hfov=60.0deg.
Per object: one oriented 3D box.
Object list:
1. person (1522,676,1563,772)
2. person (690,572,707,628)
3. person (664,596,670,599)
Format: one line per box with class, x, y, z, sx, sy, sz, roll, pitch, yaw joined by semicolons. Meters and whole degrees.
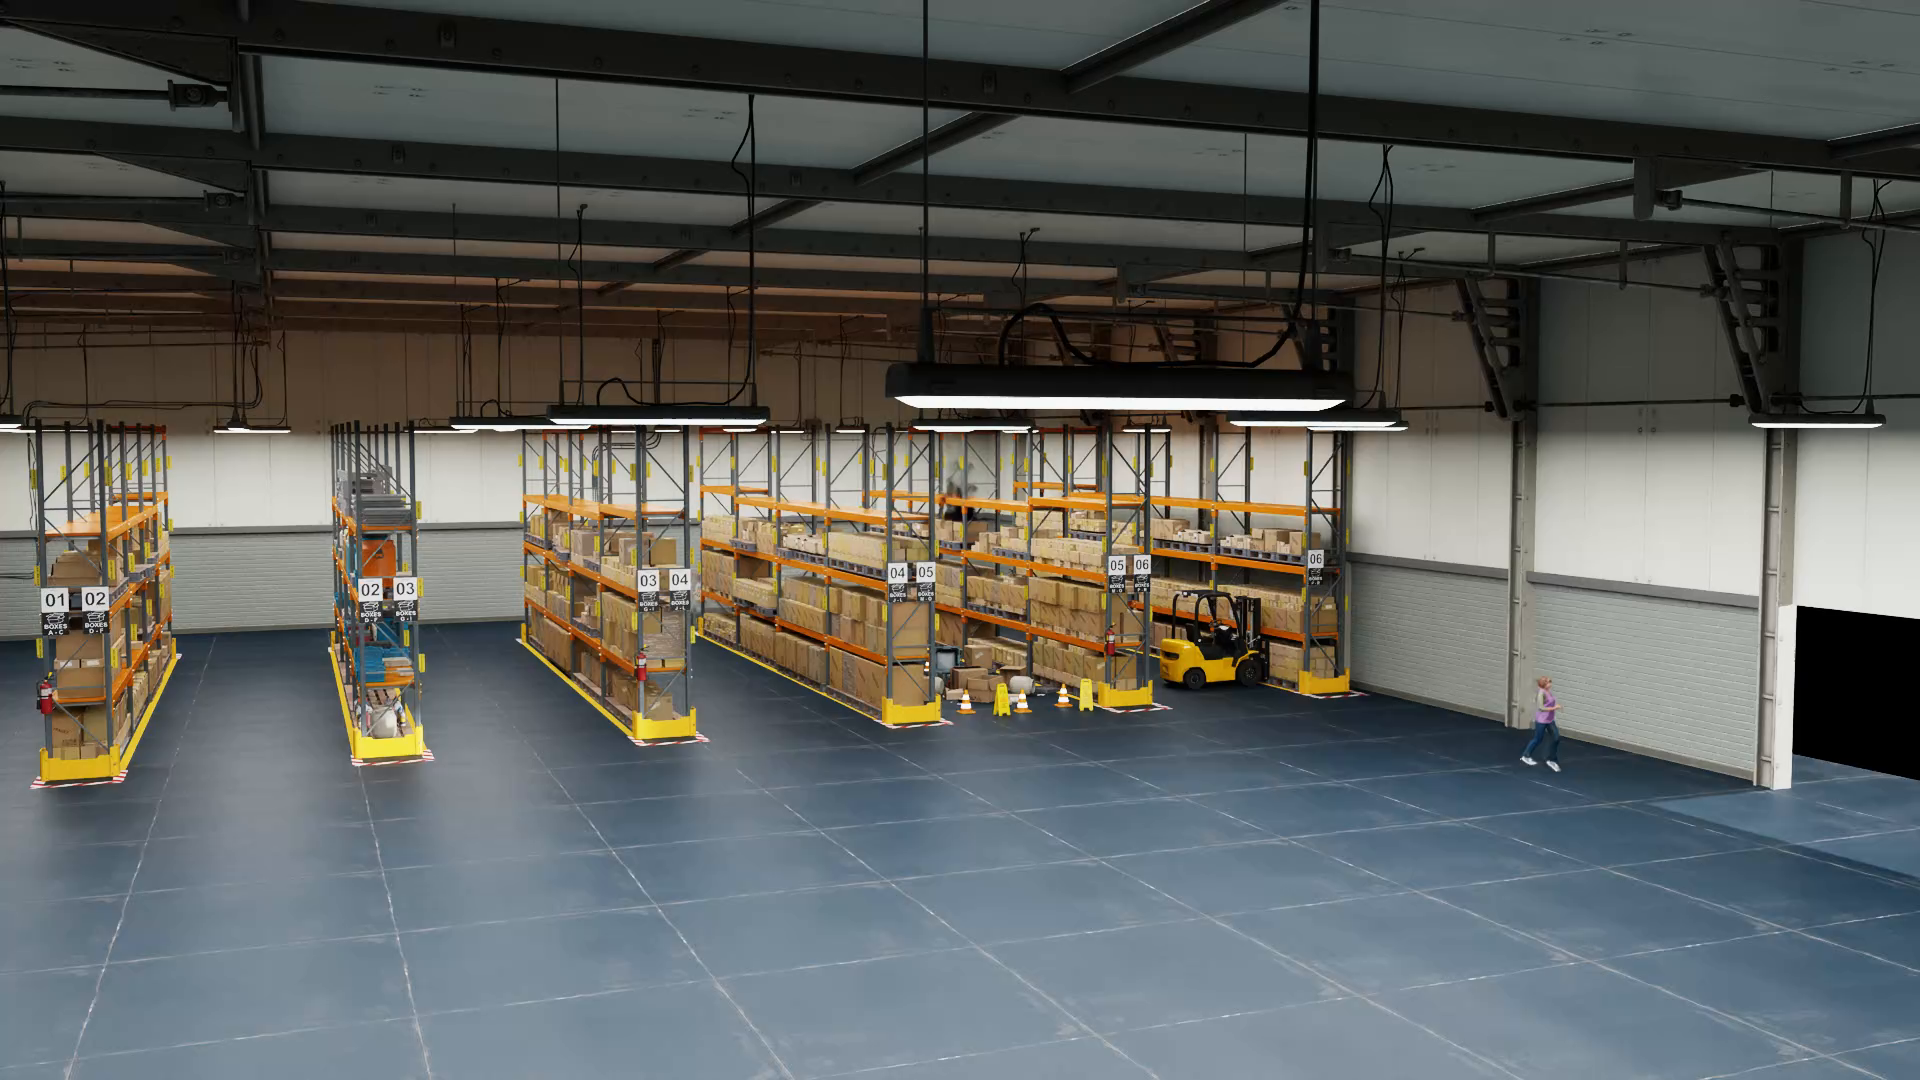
person;9.971;3.135;28.483;0.509;1.637;0.706;-3;5;-42
person;-7.704;1.796;49.104;0.597;1.803;0.666;-2;4;-28
person;-8.247;1.952;46.468;0.674;1.764;0.785;-1;4;-10
